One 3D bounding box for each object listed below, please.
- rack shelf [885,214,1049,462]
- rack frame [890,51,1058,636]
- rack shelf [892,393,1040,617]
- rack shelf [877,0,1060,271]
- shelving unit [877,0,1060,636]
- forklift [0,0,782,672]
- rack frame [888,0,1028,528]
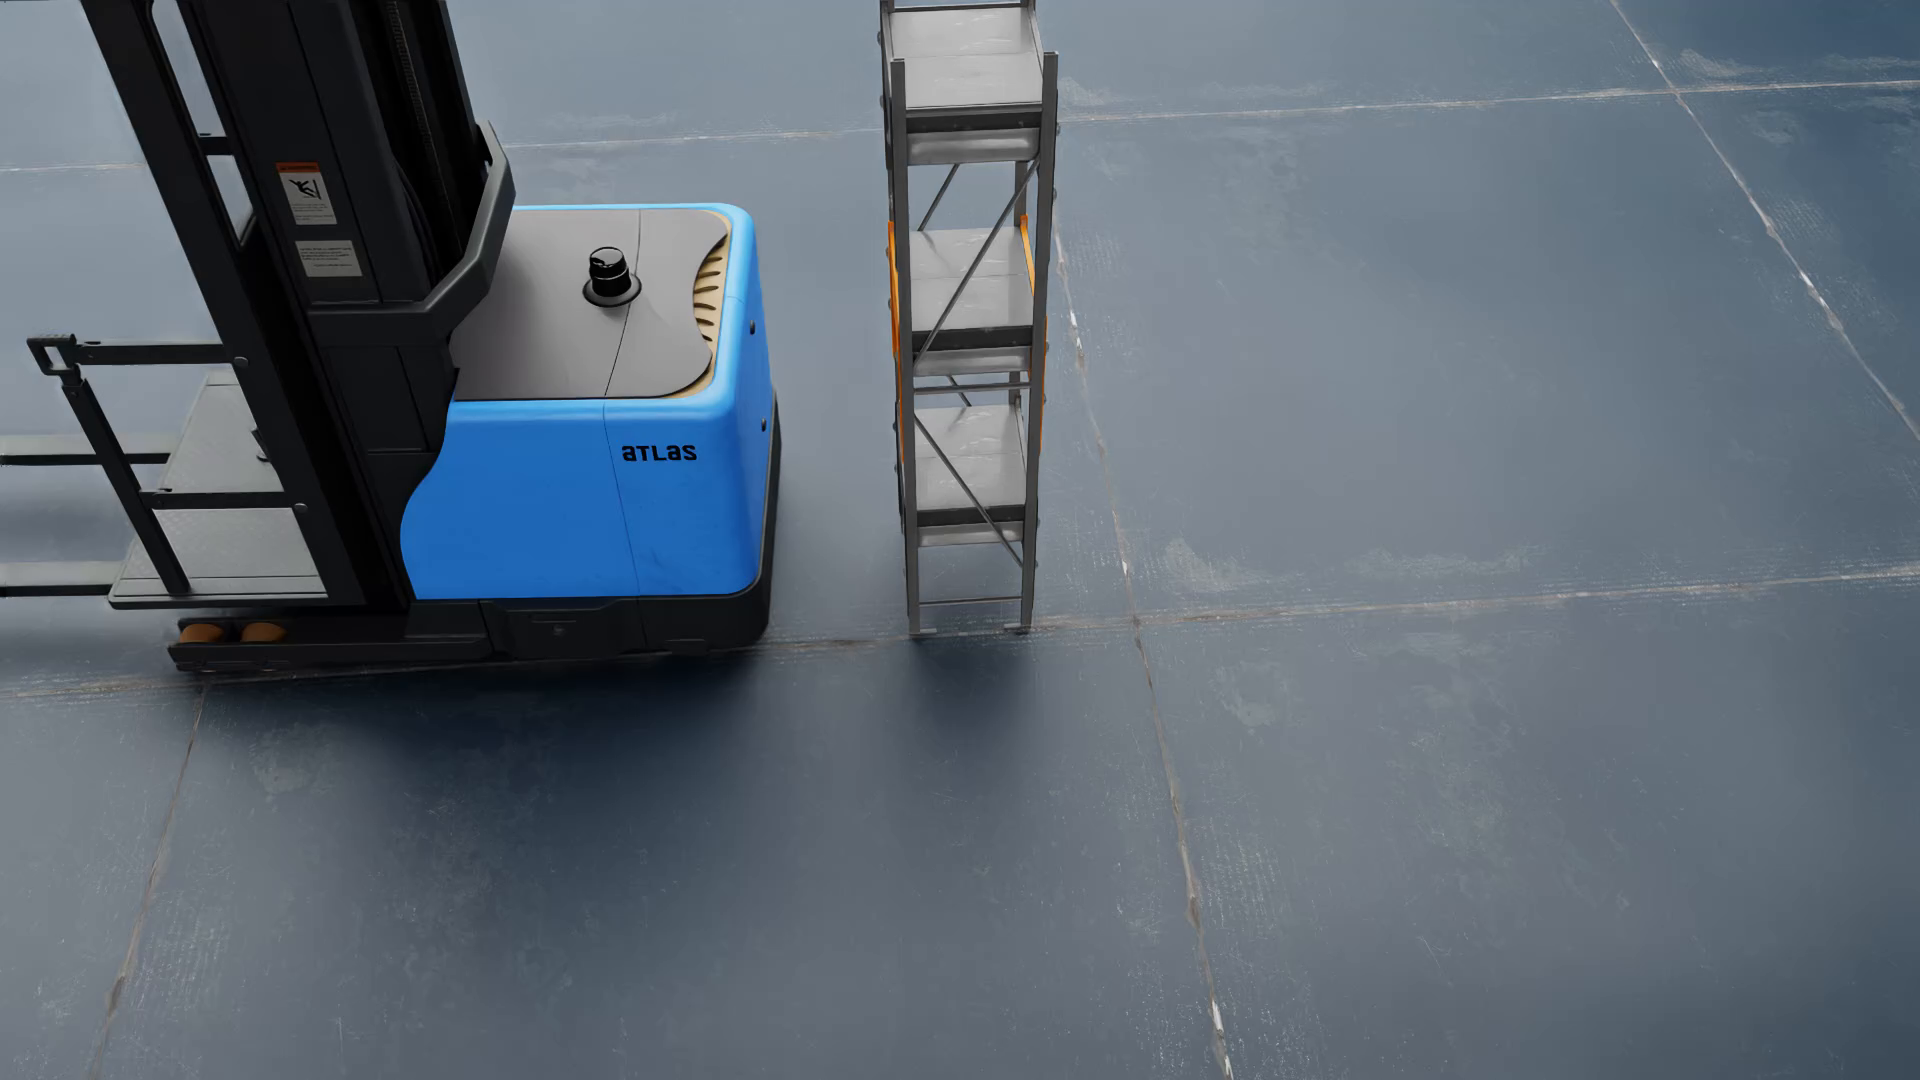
[{"bbox_3d":[0.014,-0.593,4.884,0.431,0.518,0.480,-3,47,-3],"label":"rack shelf"},{"bbox_3d":[0.034,-0.426,4.707,0.400,2.100,0.015,-3,47,-3],"label":"rack frame"},{"bbox_3d":[0.014,-0.112,5.392,0.431,0.518,0.480,-3,47,-3],"label":"rack shelf"},{"bbox_3d":[0.014,-1.074,4.376,0.431,0.518,0.480,-3,47,-3],"label":"rack shelf"},{"bbox_3d":[0.014,-0.602,4.874,0.431,2.100,0.503,-3,47,-3],"label":"shelving unit"},{"bbox_3d":[-2.147,-0.974,4.654,3.031,2.935,1.130,-1,47,-1],"label":"forklift"},{"bbox_3d":[-0.007,-0.779,5.041,0.400,2.100,0.015,-3,47,-3],"label":"rack frame"}]
